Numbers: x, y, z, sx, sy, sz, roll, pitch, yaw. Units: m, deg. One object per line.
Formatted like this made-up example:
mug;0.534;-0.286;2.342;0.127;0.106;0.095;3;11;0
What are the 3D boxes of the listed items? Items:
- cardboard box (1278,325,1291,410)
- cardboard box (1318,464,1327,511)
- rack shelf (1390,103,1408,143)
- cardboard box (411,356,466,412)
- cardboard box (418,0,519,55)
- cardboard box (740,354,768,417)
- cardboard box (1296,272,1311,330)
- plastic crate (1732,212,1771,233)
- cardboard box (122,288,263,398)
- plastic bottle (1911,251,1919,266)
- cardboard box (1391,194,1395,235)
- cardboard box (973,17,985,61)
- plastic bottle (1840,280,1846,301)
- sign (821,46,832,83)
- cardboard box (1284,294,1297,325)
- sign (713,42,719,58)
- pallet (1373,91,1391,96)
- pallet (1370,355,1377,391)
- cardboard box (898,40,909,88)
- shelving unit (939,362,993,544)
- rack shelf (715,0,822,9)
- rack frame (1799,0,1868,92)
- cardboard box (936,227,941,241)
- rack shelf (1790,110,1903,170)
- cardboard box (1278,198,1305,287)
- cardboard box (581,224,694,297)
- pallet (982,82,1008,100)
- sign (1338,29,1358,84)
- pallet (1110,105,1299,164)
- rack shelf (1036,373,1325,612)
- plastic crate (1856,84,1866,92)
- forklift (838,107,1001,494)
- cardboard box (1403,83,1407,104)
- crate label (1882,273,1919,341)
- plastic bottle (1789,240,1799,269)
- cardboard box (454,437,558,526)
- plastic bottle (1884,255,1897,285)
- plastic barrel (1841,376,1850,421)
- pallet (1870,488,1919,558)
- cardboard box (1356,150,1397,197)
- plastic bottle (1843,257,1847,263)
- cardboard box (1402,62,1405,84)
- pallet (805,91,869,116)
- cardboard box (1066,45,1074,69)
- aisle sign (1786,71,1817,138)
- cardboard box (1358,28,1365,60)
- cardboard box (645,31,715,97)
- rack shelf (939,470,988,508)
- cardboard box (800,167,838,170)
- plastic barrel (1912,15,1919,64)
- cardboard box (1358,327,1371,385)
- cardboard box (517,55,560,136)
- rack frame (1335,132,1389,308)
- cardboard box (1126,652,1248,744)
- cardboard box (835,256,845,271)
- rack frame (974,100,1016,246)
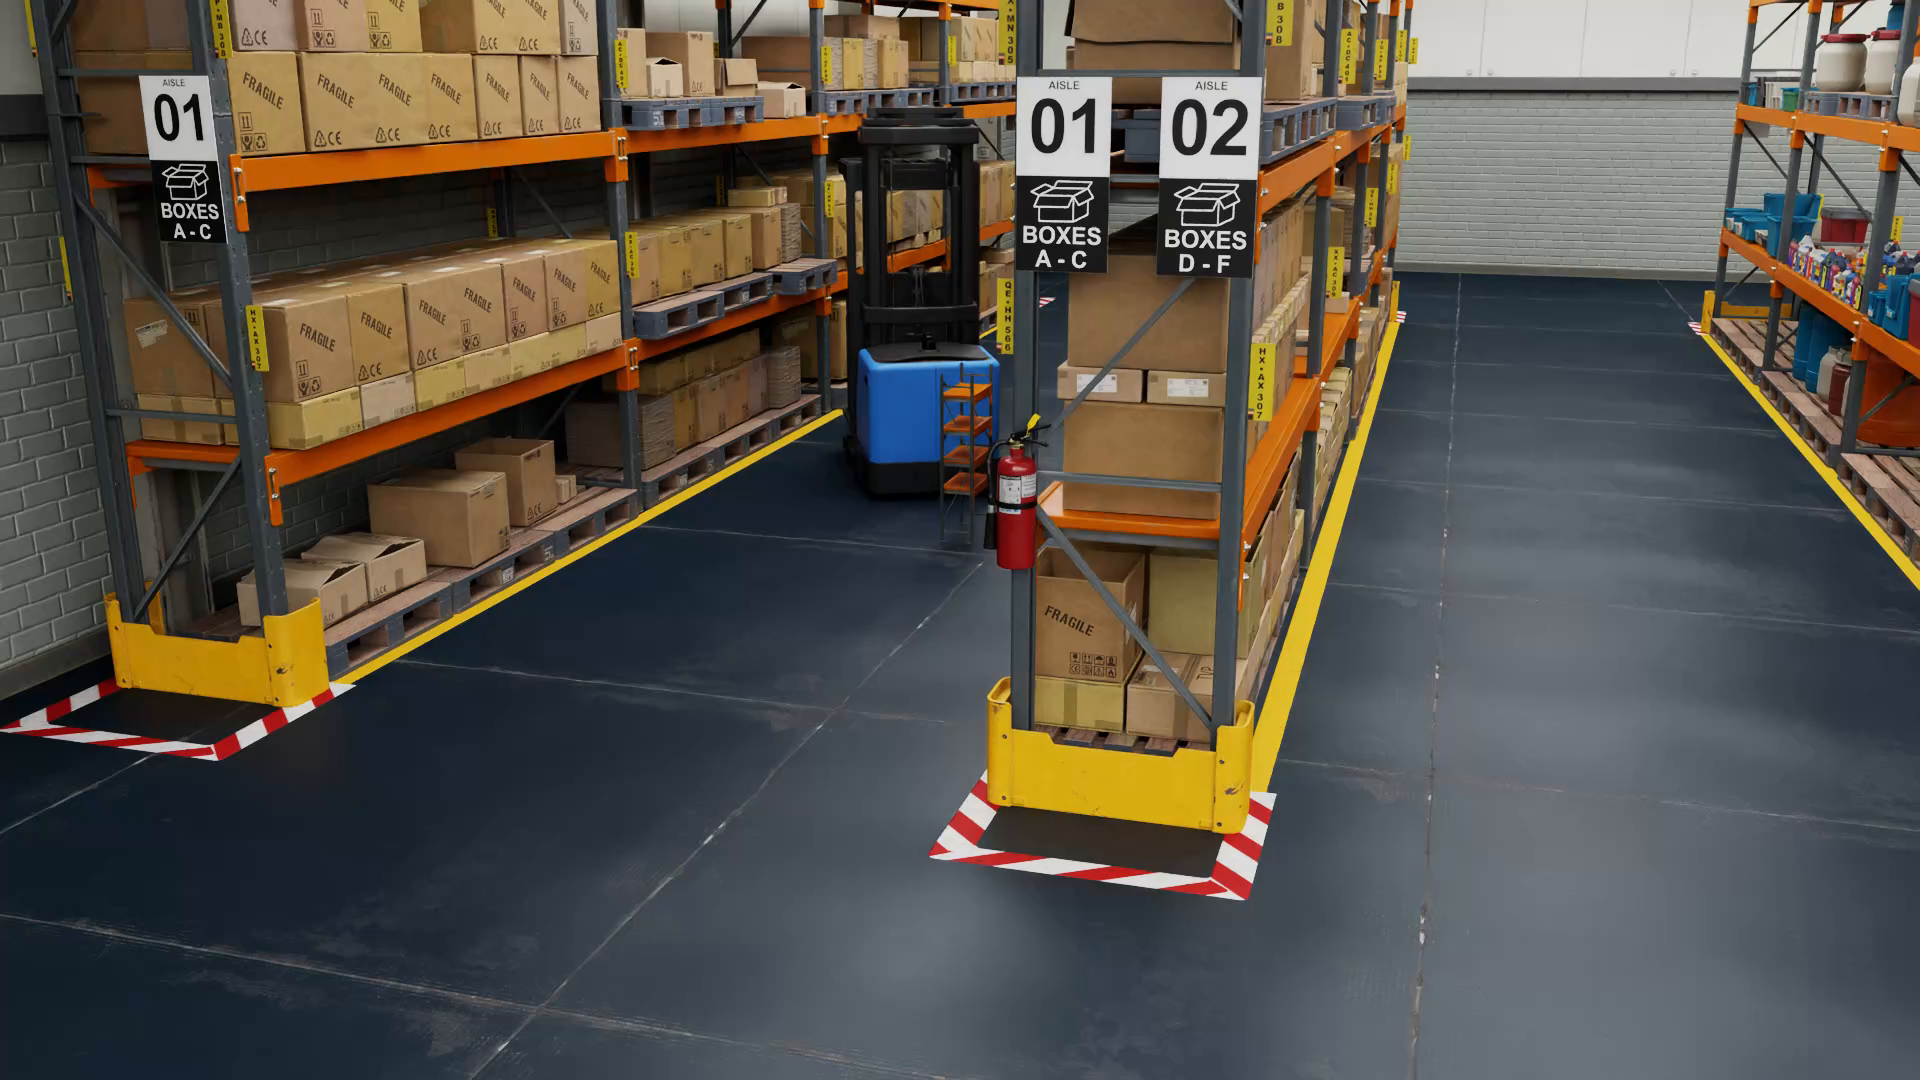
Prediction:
cardboard box;1.597;-1.087;9.980;0.700;0.500;0.500;4;16;15
cardboard box;2.360;-0.393;11.986;0.500;0.250;0.500;5;17;17
rack shelf;4.703;-5.007;19.806;1.077;0.370;4.000;5;16;16
cardboard box;-3.299;-0.941;9.887;0.500;0.250;0.500;4;16;15
cardboard box;-3.056;-3.225;10.153;0.500;0.500;0.500;4;16;14
cardboard box;-2.165;-1.414;15.093;0.700;0.500;0.500;5;16;16
cardboard box;2.245;-1.679;12.069;0.500;0.500;0.500;6;17;20
plastic crate;9.446;-3.785;19.874;0.416;0.233;0.300;5;16;16
cardboard box;-4.096;-1.068;8.963;0.500;0.500;0.500;4;16;15
plastic bottle;8.622;-2.424;14.968;0.144;0.351;0.185;5;16;16
cardboard box;4.970;-3.945;20.058;0.500;0.500;0.500;4;16;15
cardboard box;-0.004;-6.051;20.118;0.500;0.500;0.500;4;16;15
plastic bottle;7.651;-2.164;14.325;0.097;0.201;0.097;0;16;0
sign;-1.233;-4.372;15.303;0.100;0.325;0.005;5;16;16
cardboard box;1.771;-1.364;9.769;0.380;0.149;0.250;5;16;16
sign;-2.283;-4.498;15.602;0.100;0.325;0.005;5;16;16
pallet;3.590;-4.303;16.349;1.213;0.211;1.003;5;16;16
pallet;3.940;-1.829;17.892;1.003;0.211;1.213;5;16;16
cardboard box;-0.971;-5.251;18.358;0.700;0.500;0.500;4;16;13
shelving unit;0.047;-0.621;11.818;0.258;1.200;0.503;5;16;16
rack shelf;-2.321;-4.548;13.423;1.077;0.370;4.000;5;16;16
rack frame;8.883;-5.888;16.096;1.000;3.000;0.127;5;16;16
cardboard box;-0.441;-3.548;19.265;0.380;0.149;0.250;5;17;16
rack shelf;8.314;-3.575;14.759;1.077;0.370;4.000;5;16;16
cardboard box;1.741;-1.849;10.291;0.700;0.500;0.500;5;17;16
cardboard box;-2.546;-2.213;13.144;0.700;0.500;0.500;6;17;22
pallet;-0.025;-5.702;21.099;1.003;0.211;1.213;5;16;16
sign;2.394;-2.981;10.252;0.100;0.325;0.005;5;16;16
pallet;0.950;-1.831;7.451;1.003;0.211;1.213;5;16;16
rack shelf;1.293;-0.424;9.146;1.077;0.370;4.000;5;16;16
plastic crate;9.498;-4.685;17.594;0.497;0.269;0.590;5;16;16
forklift;-0.421;-2.123;13.944;1.130;2.935;3.031;-3;16;-9
cardboard box;5.378;-5.649;21.027;0.500;0.250;0.500;5;16;16
crate label;7.204;-1.733;12.378;0.502;0.435;0.616;5;16;16
plastic bottle;8.331;-2.848;16.586;0.061;0.283;0.133;5;16;16
cardboard box;-3.146;-0.411;11.557;0.500;0.500;0.500;3;16;12
plastic bottle;8.604;-2.493;15.357;0.097;0.271;0.097;0;16;0
plastic barrel;7.943;-1.244;14.508;0.421;0.512;0.421;0;16;0
pallet;7.140;-0.096;11.780;1.003;0.211;1.213;5;16;16
cardboard box;4.831;-4.287;19.430;0.500;0.500;0.500;4;16;14
plastic bottle;8.080;-2.455;15.223;0.097;0.271;0.097;0;16;0
cardboard box;5.082;-5.629;20.040;0.500;0.250;0.500;5;16;16
pallet;-1.621;-4.248;16.158;1.213;0.211;1.003;5;17;18
cardboard box;0.799;-2.209;7.873;0.500;0.250;0.500;5;16;16
aisle sign;10.321;-5.295;20.236;0.394;0.787;0.004;5;16;16
cardboard box;3.753;-4.825;16.711;0.600;0.600;0.600;4;16;15
cardboard box;-2.307;-3.829;13.384;0.500;0.500;0.500;4;16;14
rack shelf;0.047;-0.365;11.891;0.258;0.148;0.480;5;16;16
cardboard box;-1.429;-3.826;17.682;0.500;0.250;0.500;4;16;15
plastic barrel;7.910;-3.955;13.223;0.600;0.830;0.708;5;16;16
cardboard box;3.835;-1.851;16.634;0.500;0.500;0.500;4;16;14
cardboard box;-2.952;-2.895;10.822;0.500;0.500;0.500;3;16;11
rack frame;4.134;-3.387;18.272;1.000;3.000;0.127;5;16;16
cardboard box;1.090;0.751;7.955;0.500;0.250;0.500;5;16;16
cardboard box;-1.357;-2.745;16.435;0.380;0.149;0.250;5;17;17
rack frame;0.521;-4.816;23.313;1.000;3.000;0.127;5;16;16
